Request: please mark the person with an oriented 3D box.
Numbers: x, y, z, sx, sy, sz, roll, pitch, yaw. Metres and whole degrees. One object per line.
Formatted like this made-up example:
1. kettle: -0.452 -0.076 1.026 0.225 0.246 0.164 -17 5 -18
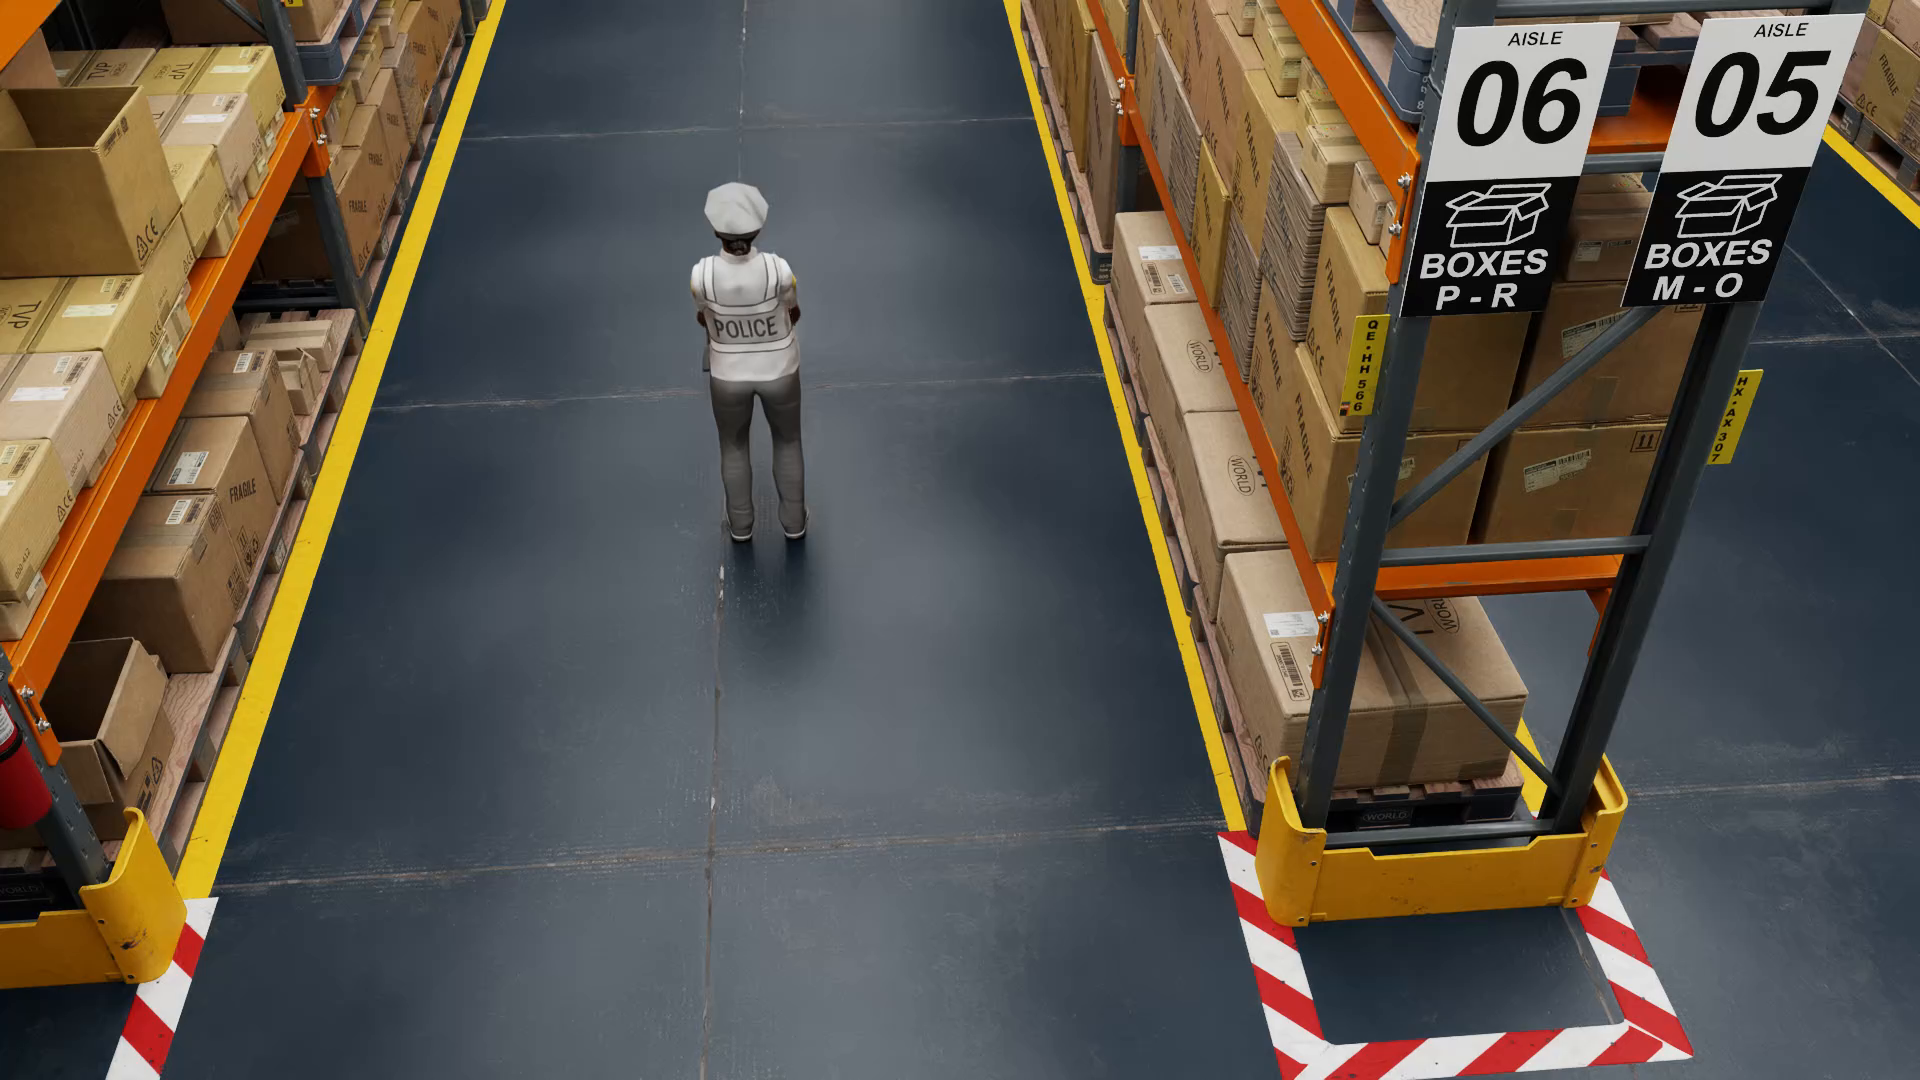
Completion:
1. person: -0.878 -0.715 7.015 0.427 1.687 0.338 -4 39 -4
